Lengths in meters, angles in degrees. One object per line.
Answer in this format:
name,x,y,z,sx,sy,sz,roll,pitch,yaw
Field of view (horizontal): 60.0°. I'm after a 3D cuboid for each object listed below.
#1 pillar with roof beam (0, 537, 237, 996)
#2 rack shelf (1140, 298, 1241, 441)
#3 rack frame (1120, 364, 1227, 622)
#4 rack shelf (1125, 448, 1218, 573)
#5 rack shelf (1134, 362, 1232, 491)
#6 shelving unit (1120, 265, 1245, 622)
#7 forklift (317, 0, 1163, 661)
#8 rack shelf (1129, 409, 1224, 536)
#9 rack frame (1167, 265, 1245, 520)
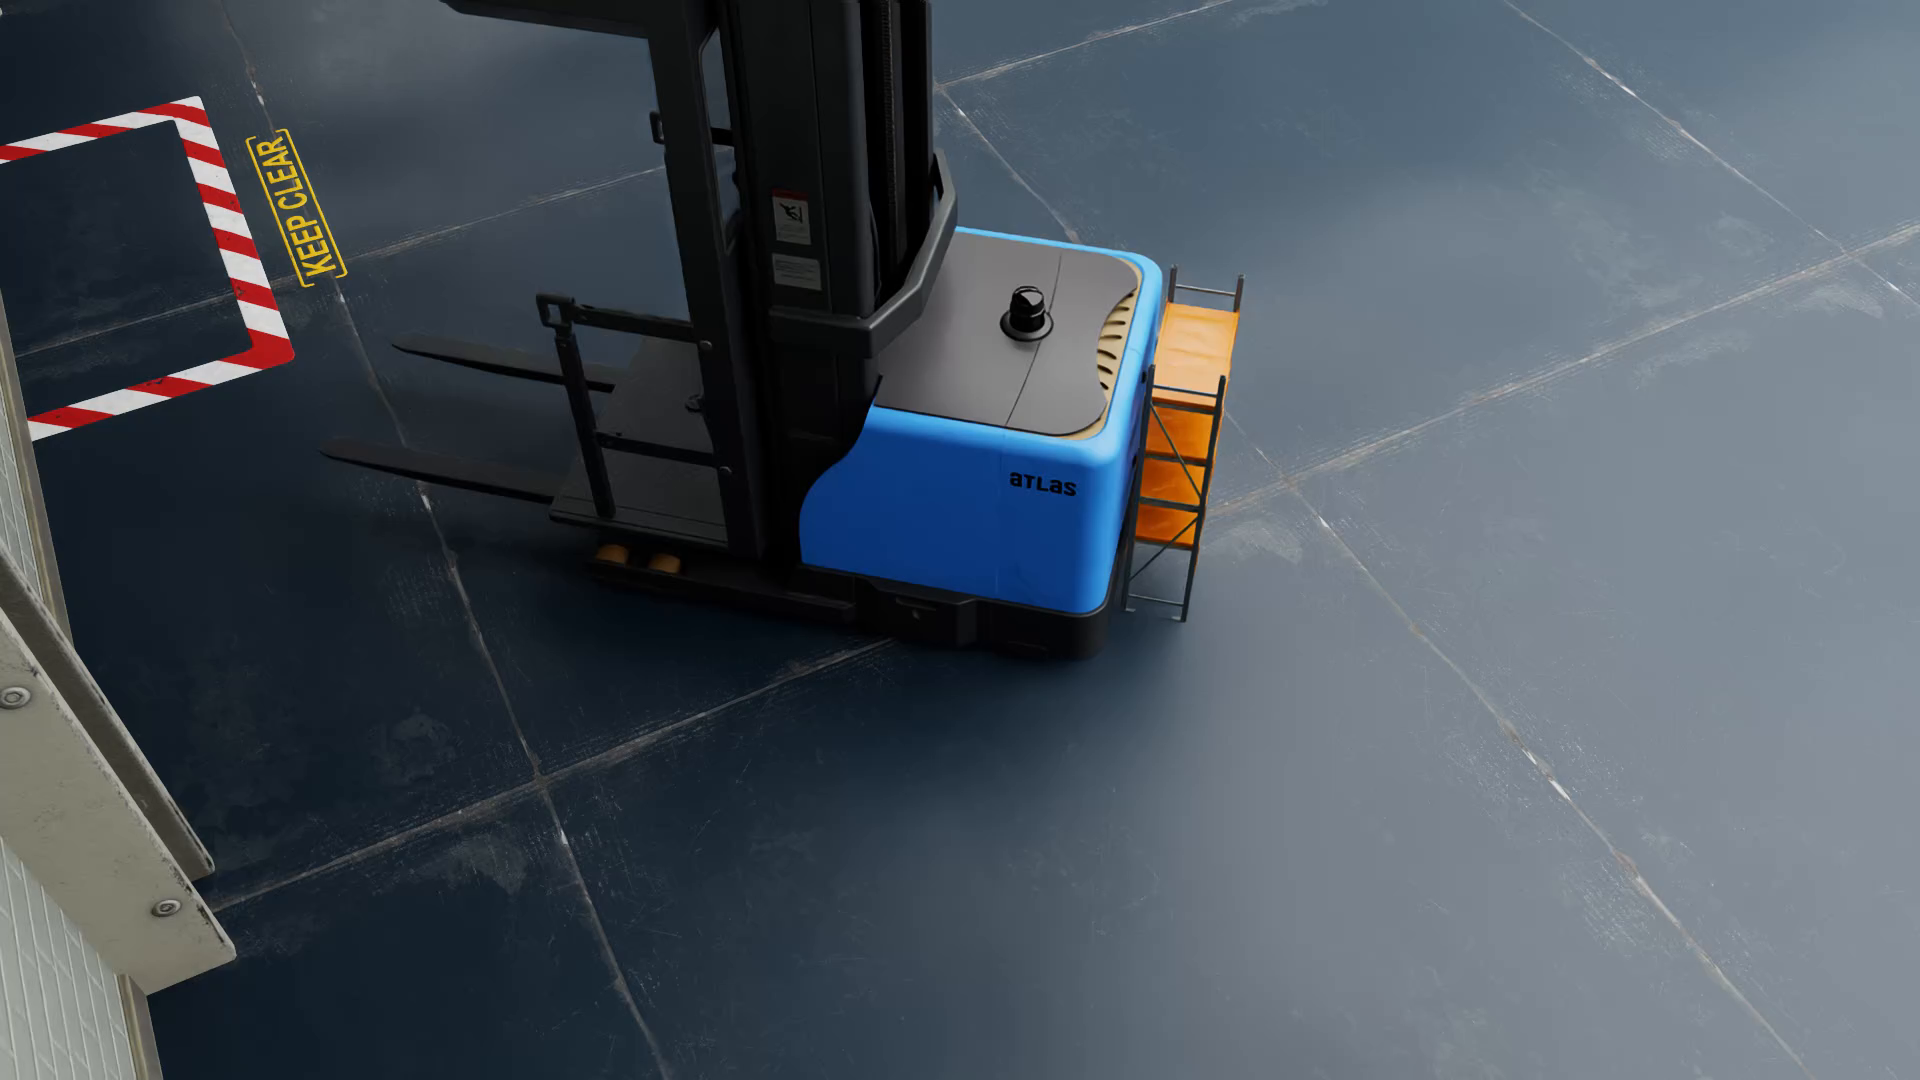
pillar with roof beam,1.372,-3.237,3.103,9.100,9.000,0.400,-21,52,-18
rack shelf,0.754,-0.561,5.422,0.258,0.148,0.480,10,50,9
rack frame,0.699,-0.124,5.561,0.240,1.200,0.015,10,50,9
rack shelf,0.754,-0.128,5.918,0.258,0.148,0.480,10,50,9
rack shelf,0.754,-0.406,5.600,0.258,0.148,0.480,10,50,9
shelving unit,0.754,-0.303,5.718,0.258,1.200,0.503,10,50,9
forklift,-0.869,-1.134,5.295,3.031,2.935,1.130,10,50,9
rack shelf,0.754,-0.258,5.768,0.258,0.148,0.480,10,50,9
rack frame,0.809,-0.482,5.874,0.240,1.200,0.015,10,50,9
